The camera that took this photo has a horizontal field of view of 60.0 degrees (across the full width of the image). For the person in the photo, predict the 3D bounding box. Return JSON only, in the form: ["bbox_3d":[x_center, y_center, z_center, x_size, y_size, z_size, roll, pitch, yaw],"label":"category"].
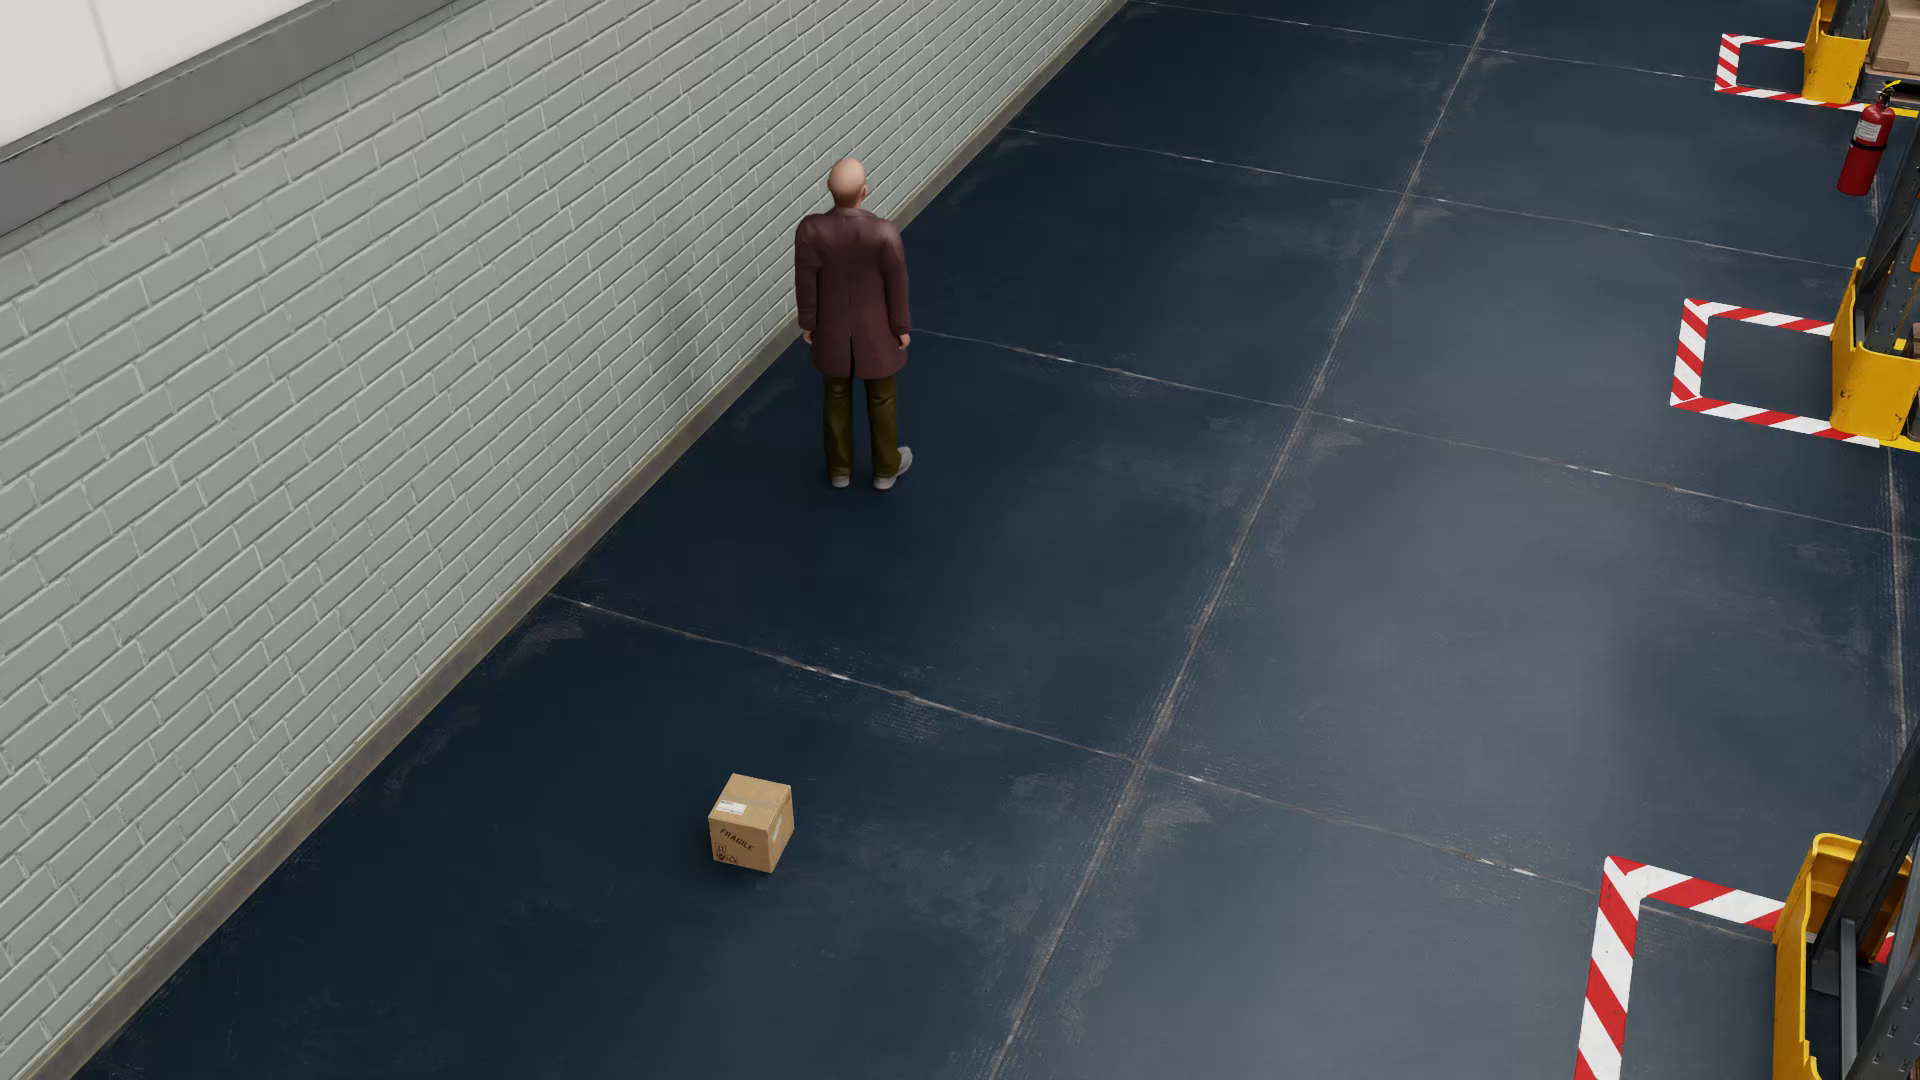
[{"bbox_3d":[-0.512,-1.075,8.253,0.566,1.783,0.377,4,37,5],"label":"person"}]
